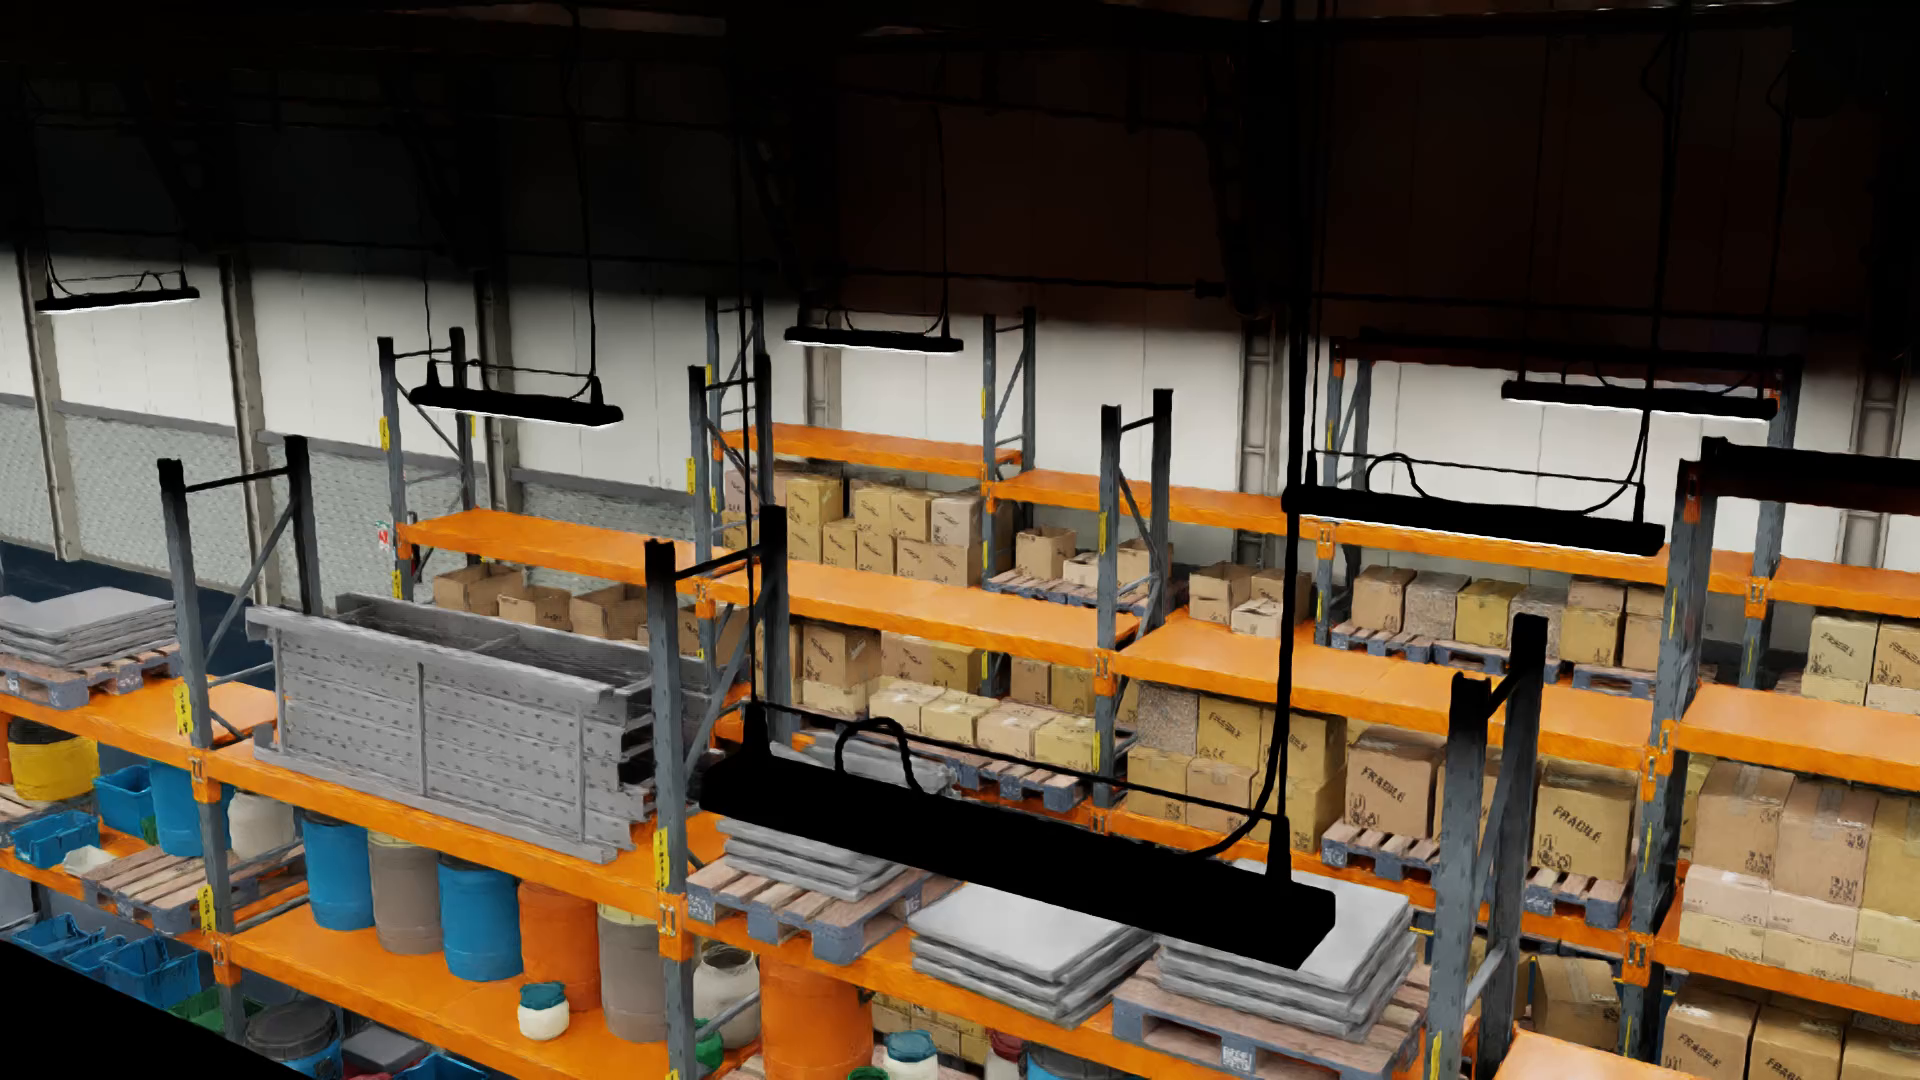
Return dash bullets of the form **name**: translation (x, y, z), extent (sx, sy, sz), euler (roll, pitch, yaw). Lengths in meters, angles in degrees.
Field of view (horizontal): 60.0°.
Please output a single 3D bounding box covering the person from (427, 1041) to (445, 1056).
- **person**: translation (-4.367, 3.760, 14.491), extent (0.857, 1.689, 0.701), euler (4, 14, 15)
